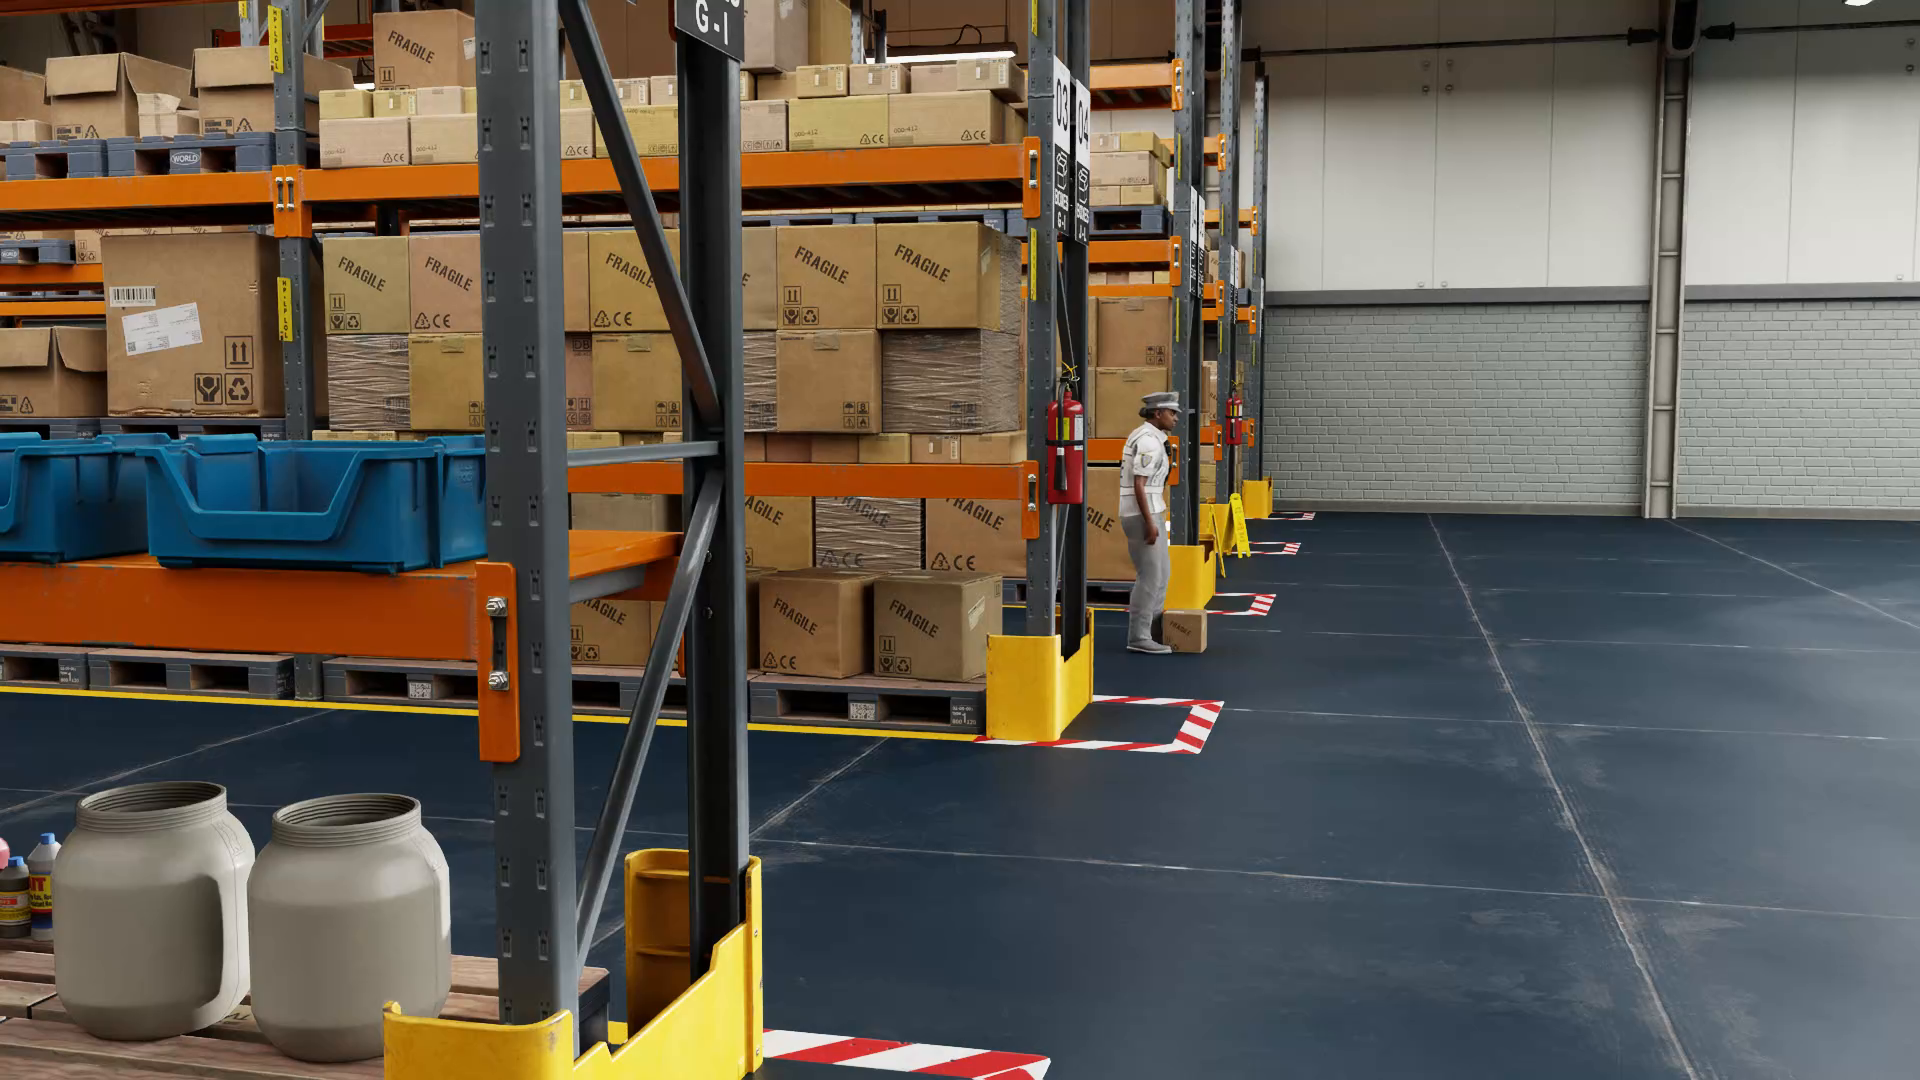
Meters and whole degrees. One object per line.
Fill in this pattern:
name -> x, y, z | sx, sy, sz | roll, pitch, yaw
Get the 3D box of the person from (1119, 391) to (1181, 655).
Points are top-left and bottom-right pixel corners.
person -> 1.229, -0.121, 10.687 | 0.415, 1.658, 0.505 | 1, 5, 14
